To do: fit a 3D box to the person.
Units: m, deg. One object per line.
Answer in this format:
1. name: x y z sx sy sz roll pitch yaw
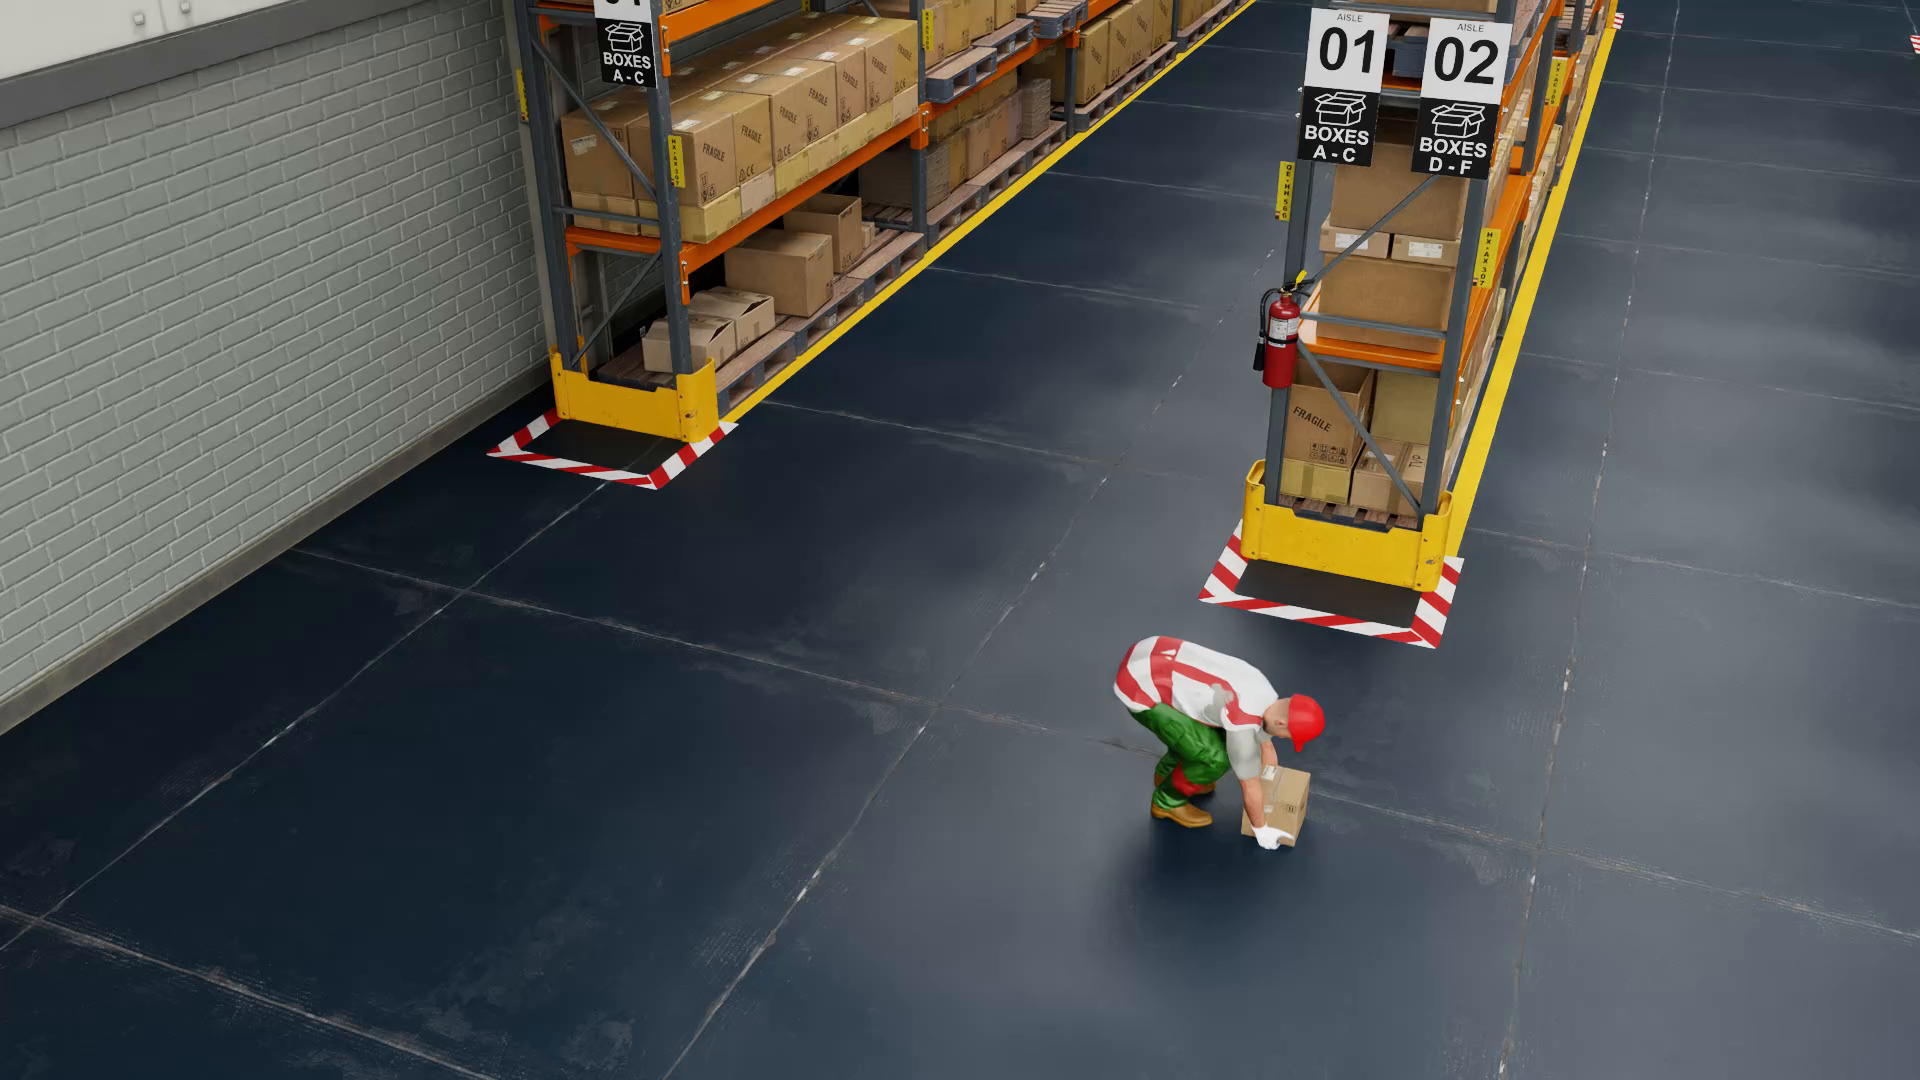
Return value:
1. person: 1.189 0.886 7.704 0.953 0.923 0.530 10 31 17
